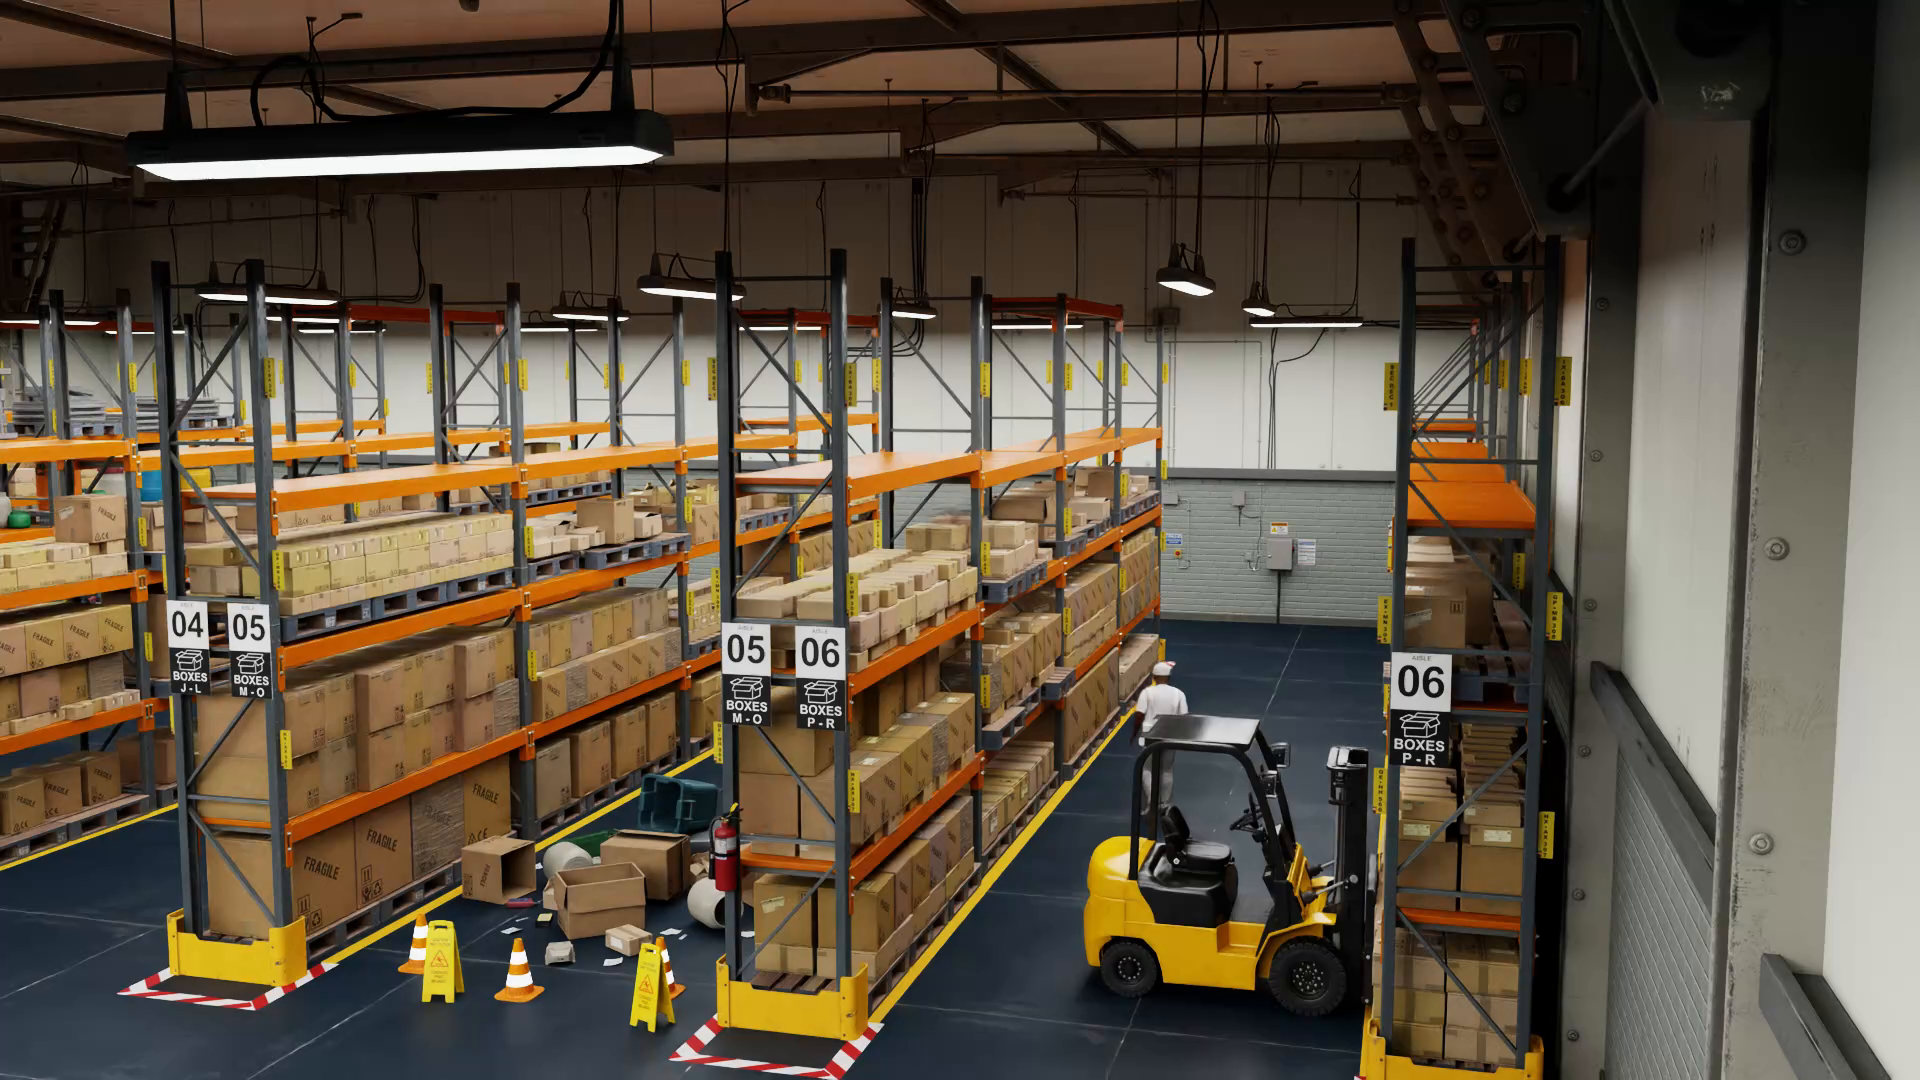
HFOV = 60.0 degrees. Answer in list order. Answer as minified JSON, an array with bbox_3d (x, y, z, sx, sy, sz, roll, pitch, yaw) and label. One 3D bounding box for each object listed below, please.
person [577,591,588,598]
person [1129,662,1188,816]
[{"bbox_3d":[-5.811,1.594,26.073,0.457,1.624,0.948,1,6,12],"label":"person"},{"bbox_3d":[2.303,2.294,19.089,0.651,1.741,0.650,-1,6,-9],"label":"person"}]
